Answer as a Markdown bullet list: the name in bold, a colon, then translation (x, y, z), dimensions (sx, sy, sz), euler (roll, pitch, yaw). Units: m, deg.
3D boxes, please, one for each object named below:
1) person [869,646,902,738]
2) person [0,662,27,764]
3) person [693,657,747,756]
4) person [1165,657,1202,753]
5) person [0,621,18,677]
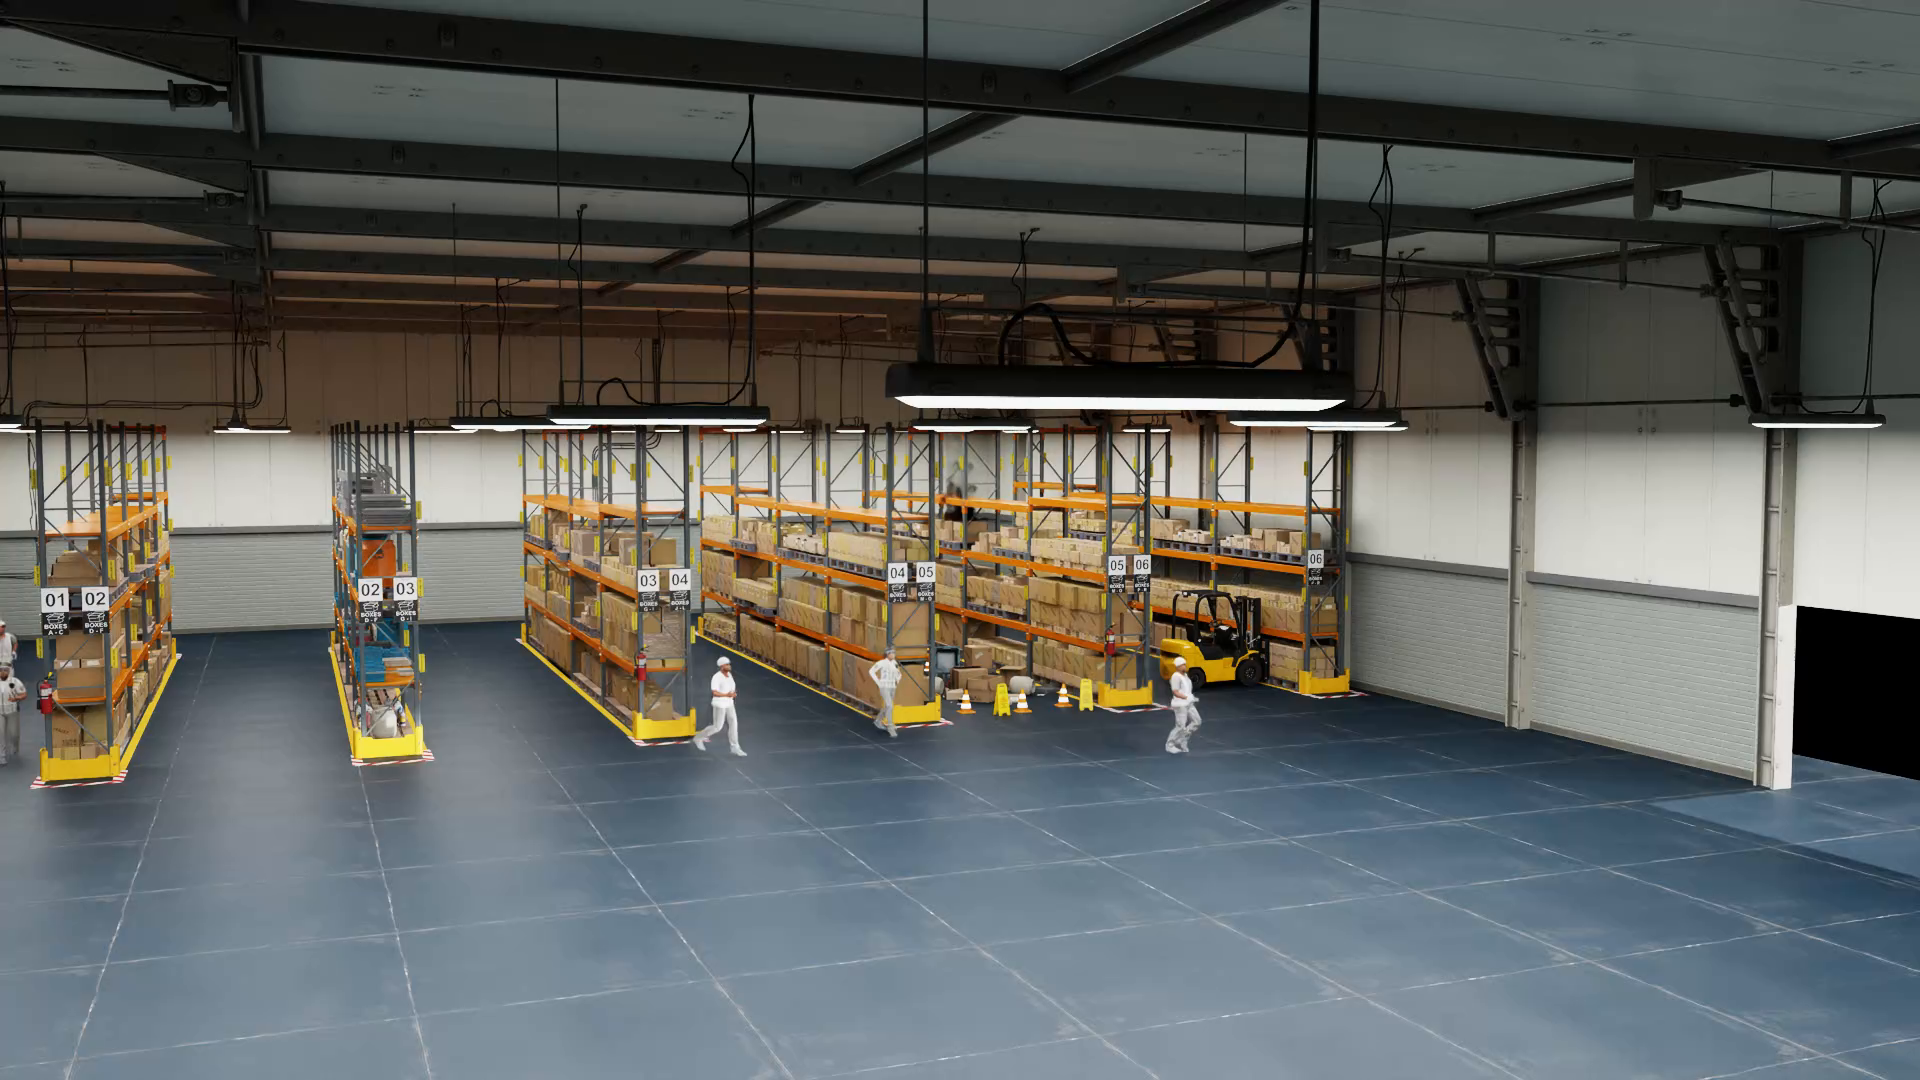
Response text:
- **person**: translation (-1.358, 2.885, 31.954), dimensions (0.887, 1.703, 0.616), euler (3, 5, 44)
- **person**: translation (-16.775, 3.009, 29.210), dimensions (0.674, 1.752, 0.921), euler (-2, 4, -25)
- **person**: translation (-4.286, 2.976, 29.818), dimensions (0.979, 1.776, 0.711), euler (1, 4, 21)
- **person**: translation (4.032, 2.974, 29.951), dimensions (0.654, 1.752, 0.695), euler (2, 4, 27)
- **person**: translation (-20.272, 2.625, 35.190), dimensions (0.633, 1.842, 0.739), euler (-2, 4, -33)
